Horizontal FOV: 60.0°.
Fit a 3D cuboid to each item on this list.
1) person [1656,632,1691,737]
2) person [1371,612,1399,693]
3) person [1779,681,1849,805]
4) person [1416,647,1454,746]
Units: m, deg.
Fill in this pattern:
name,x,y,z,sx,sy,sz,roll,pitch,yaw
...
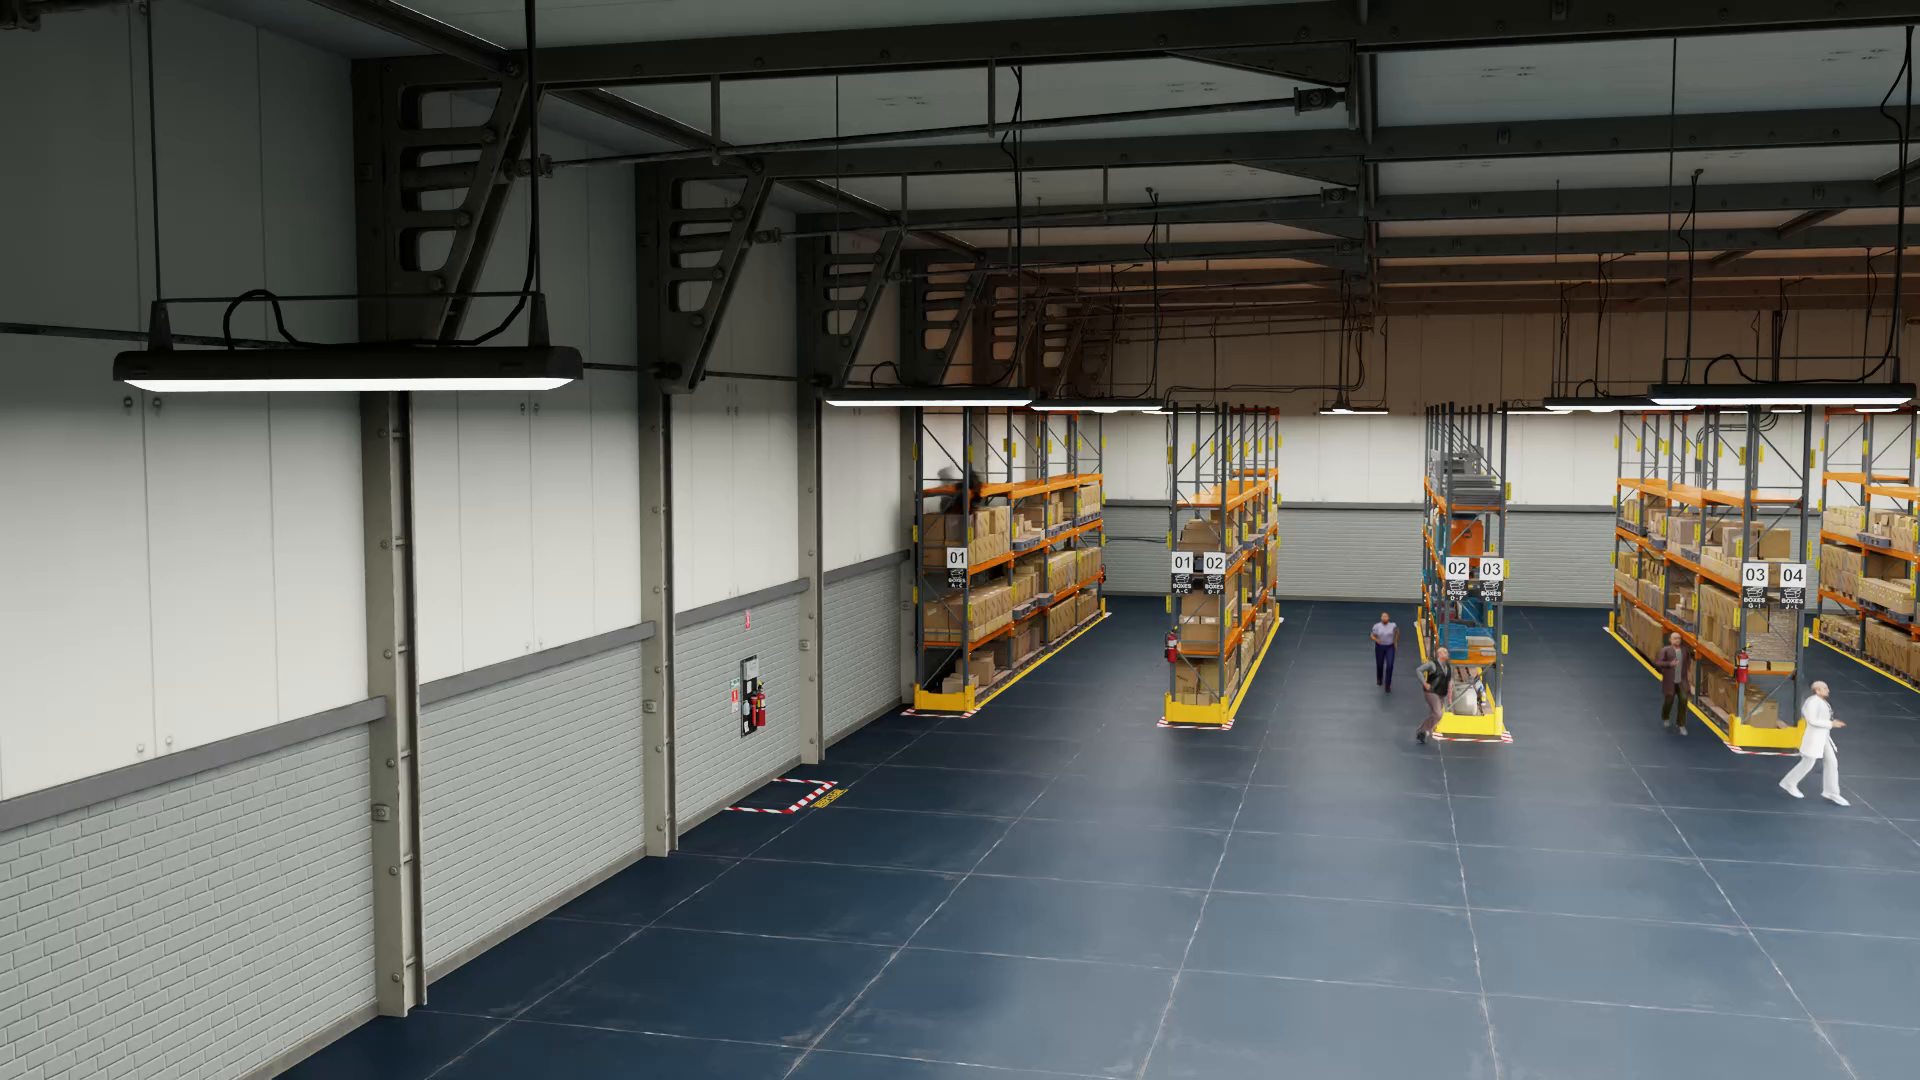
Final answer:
name,x,y,z,sx,sy,sz,roll,pitch,yaw
person,12.981,2.588,30.205,0.694,1.828,0.876,0,4,7
person,8.918,2.329,34.933,0.573,1.679,0.852,1,4,15
person,12.714,3.041,24.749,0.687,1.729,0.936,-4,6,-44
person,8.353,2.731,29.147,0.687,1.705,0.628,-3,5,-32
